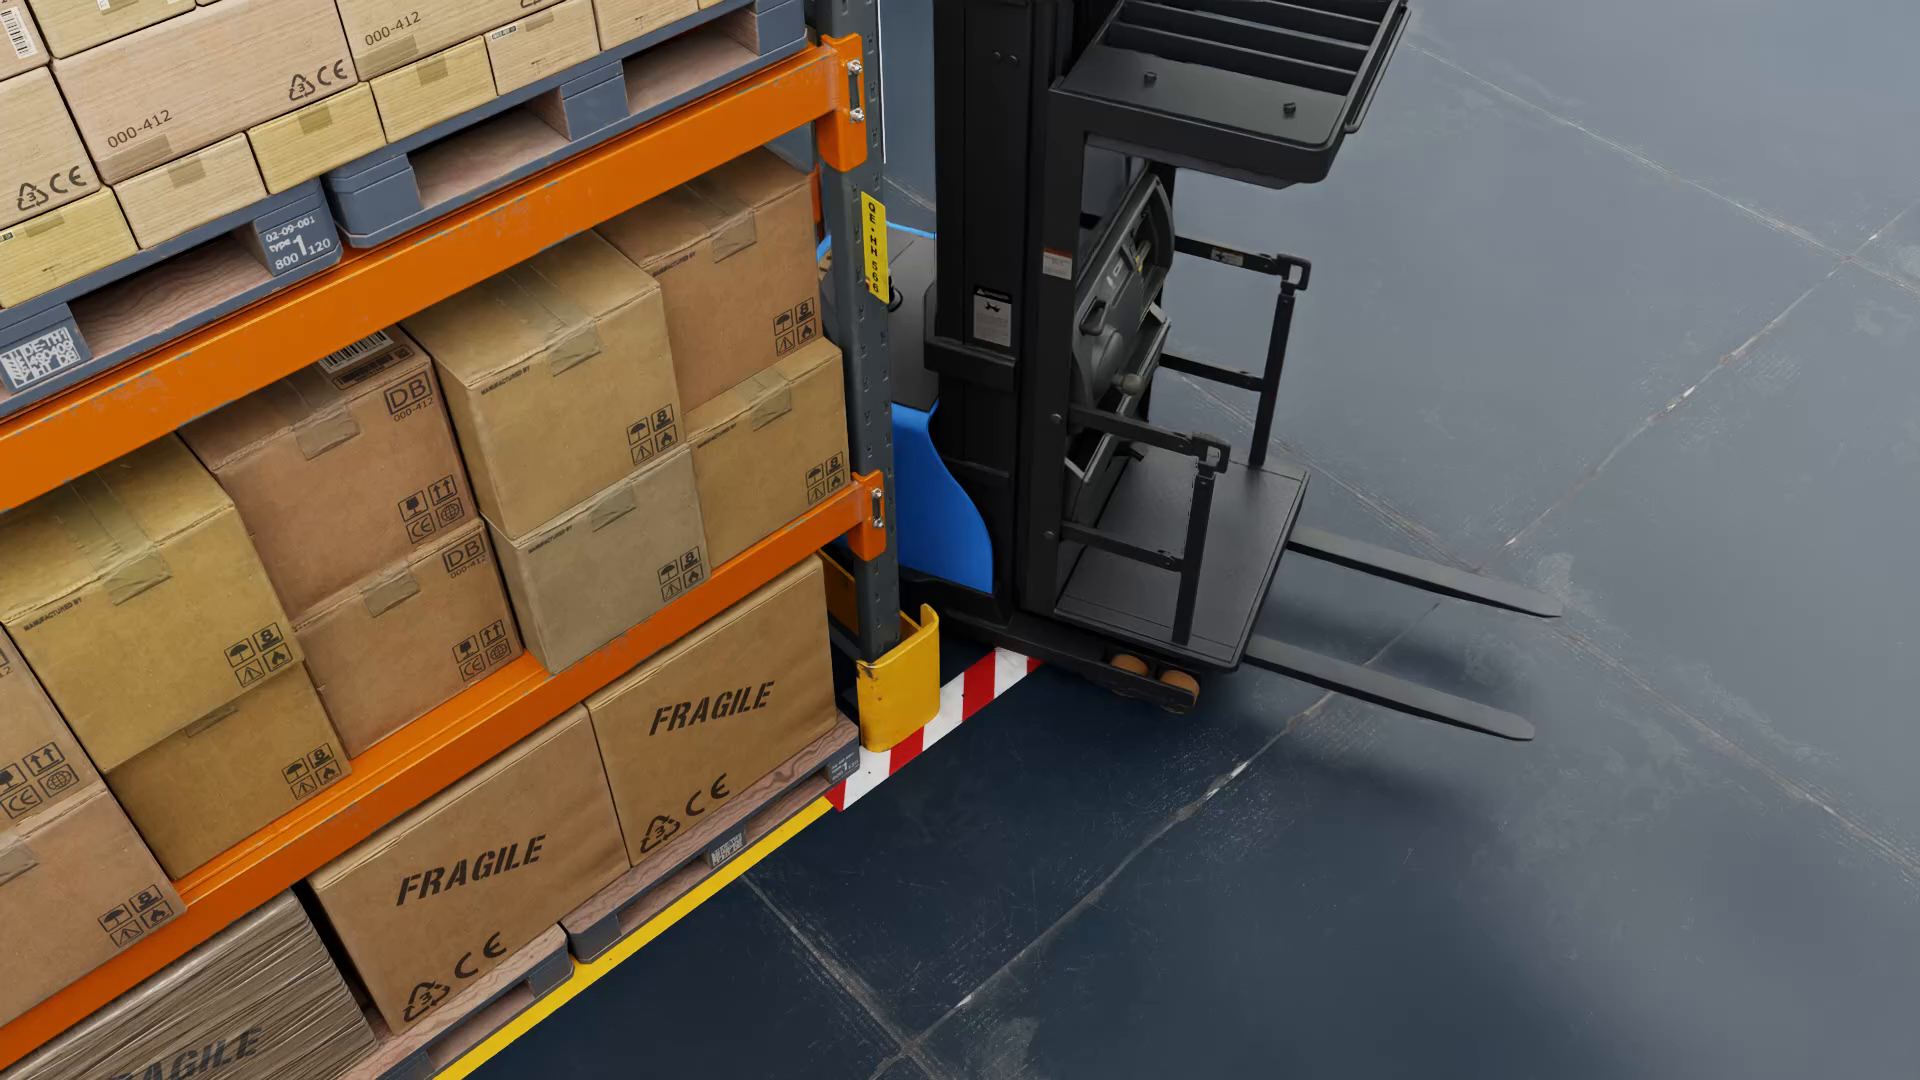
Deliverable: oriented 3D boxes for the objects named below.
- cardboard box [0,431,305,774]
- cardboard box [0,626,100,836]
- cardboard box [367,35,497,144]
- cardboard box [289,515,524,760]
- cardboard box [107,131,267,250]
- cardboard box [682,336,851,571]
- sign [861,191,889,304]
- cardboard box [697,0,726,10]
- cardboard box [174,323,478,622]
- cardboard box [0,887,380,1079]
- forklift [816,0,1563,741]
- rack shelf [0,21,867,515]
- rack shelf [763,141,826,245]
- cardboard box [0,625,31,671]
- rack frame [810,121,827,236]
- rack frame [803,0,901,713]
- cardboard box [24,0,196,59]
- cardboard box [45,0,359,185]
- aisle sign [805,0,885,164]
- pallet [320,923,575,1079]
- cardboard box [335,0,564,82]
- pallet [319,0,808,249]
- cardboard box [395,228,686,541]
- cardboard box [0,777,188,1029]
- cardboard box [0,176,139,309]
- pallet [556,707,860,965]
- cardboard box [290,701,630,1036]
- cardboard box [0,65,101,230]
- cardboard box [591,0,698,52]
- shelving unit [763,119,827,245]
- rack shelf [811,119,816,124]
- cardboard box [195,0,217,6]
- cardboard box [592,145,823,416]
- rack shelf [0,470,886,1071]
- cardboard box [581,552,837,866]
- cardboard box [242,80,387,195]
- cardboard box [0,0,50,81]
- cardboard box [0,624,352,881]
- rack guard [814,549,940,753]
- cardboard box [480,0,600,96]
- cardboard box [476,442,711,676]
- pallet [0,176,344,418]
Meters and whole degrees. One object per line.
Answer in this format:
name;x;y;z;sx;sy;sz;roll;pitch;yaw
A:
cardboard box;-2.041;-0.012;3.883;0.500;0.550;0.875;-34;56;-27
cardboard box;-2.428;0.254;3.637;0.550;0.550;0.875;-34;56;-27
cardboard box;-1.167;-0.999;3.407;0.250;0.149;0.380;-33;55;-27
cardboard box;-1.720;0.034;4.575;0.550;0.550;0.875;-34;56;-27
cardboard box;-1.543;-0.747;3.174;0.250;0.149;0.380;-33;55;-27
cardboard box;-0.829;-0.458;5.029;0.550;0.550;0.875;-34;56;-27
sign;-0.230;-0.786;4.485;0.005;0.325;0.100;-34;56;-27
cardboard box;-0.603;-1.375;3.754;0.250;0.149;0.380;-34;56;-27
cardboard box;-1.736;-0.345;4.190;0.550;0.550;0.875;-34;56;-27
cardboard box;-2.368;1.220;4.743;0.875;0.875;0.875;-33;56;-27
forklift;0.732;-0.801;5.494;3.031;2.935;1.130;17;50;15
rack shelf;-2.065;-0.400;3.526;4.000;0.370;1.077;-34;56;-27
rack shelf;-0.846;-1.240;6.484;0.480;0.518;0.431;-34;56;-27
cardboard box;-3.512;0.438;6.165;0.258;0.266;0.396;-25;52;-21
rack frame;-0.667;-1.371;6.586;0.015;2.100;0.400;-34;56;-27
rack frame;-0.585;-0.615;5.277;0.127;3.000;1.000;-34;56;-27
cardboard box;-1.547;-1.014;2.879;0.250;0.149;0.380;-35;56;-28
cardboard box;-1.502;-0.970;3.109;0.500;0.250;0.500;-34;56;-27
aisle sign;-0.331;-1.369;4.203;0.004;0.787;0.394;-34;56;-27
pallet;-2.026;1.368;5.344;1.213;0.211;1.003;-34;56;-27
cardboard box;-1.130;-1.218;3.338;0.500;0.250;0.500;-34;56;-27
pallet;-1.127;-1.230;3.863;1.213;0.211;1.003;-34;56;-27
cardboard box;-1.230;-0.548;4.378;0.550;0.550;0.875;-34;56;-27
cardboard box;-2.409;0.636;4.021;0.550;0.550;0.875;-34;56;-27
cardboard box;-1.732;-0.621;3.058;0.250;0.149;0.380;-33;55;-27
pallet;-1.124;0.768;5.897;1.213;0.211;1.003;-34;56;-27
cardboard box;-1.692;0.770;5.158;0.875;0.875;0.875;-35;56;-28
cardboard box;-1.875;-0.721;2.879;0.500;0.250;0.500;-33;55;-27
cardboard box;-0.790;-1.251;3.639;0.250;0.149;0.380;-33;55;-27
shelving unit;-0.846;-1.249;6.474;0.503;2.100;0.431;-34;56;-27
rack shelf;-0.846;-1.714;5.969;0.480;0.518;0.431;-34;56;-27
cardboard box;-1.357;-1.142;2.996;0.250;0.149;0.380;-34;56;-27
cardboard box;-0.886;-0.870;4.675;0.550;0.550;0.875;-34;56;-27
rack shelf;-2.065;0.618;4.629;4.000;0.370;1.077;-34;56;-27
cardboard box;-1.042;0.334;5.561;0.875;0.875;0.875;-33;56;-27
cardboard box;-1.356;-0.871;3.289;0.250;0.149;0.380;-35;56;-28
cardboard box;-1.734;-0.889;2.763;0.250;0.149;0.380;-33;55;-27
cardboard box;-2.084;0.319;4.313;0.500;0.550;0.875;-34;56;-27
rack guard;-0.567;0.221;6.206;0.348;0.500;1.175;-34;56;-27
cardboard box;-0.979;-1.123;3.522;0.250;0.149;0.380;-33;55;-27
cardboard box;-1.221;-0.174;4.768;0.550;0.550;0.875;-34;56;-27
pallet;-2.030;-0.623;3.304;1.213;0.211;1.003;-34;56;-27
